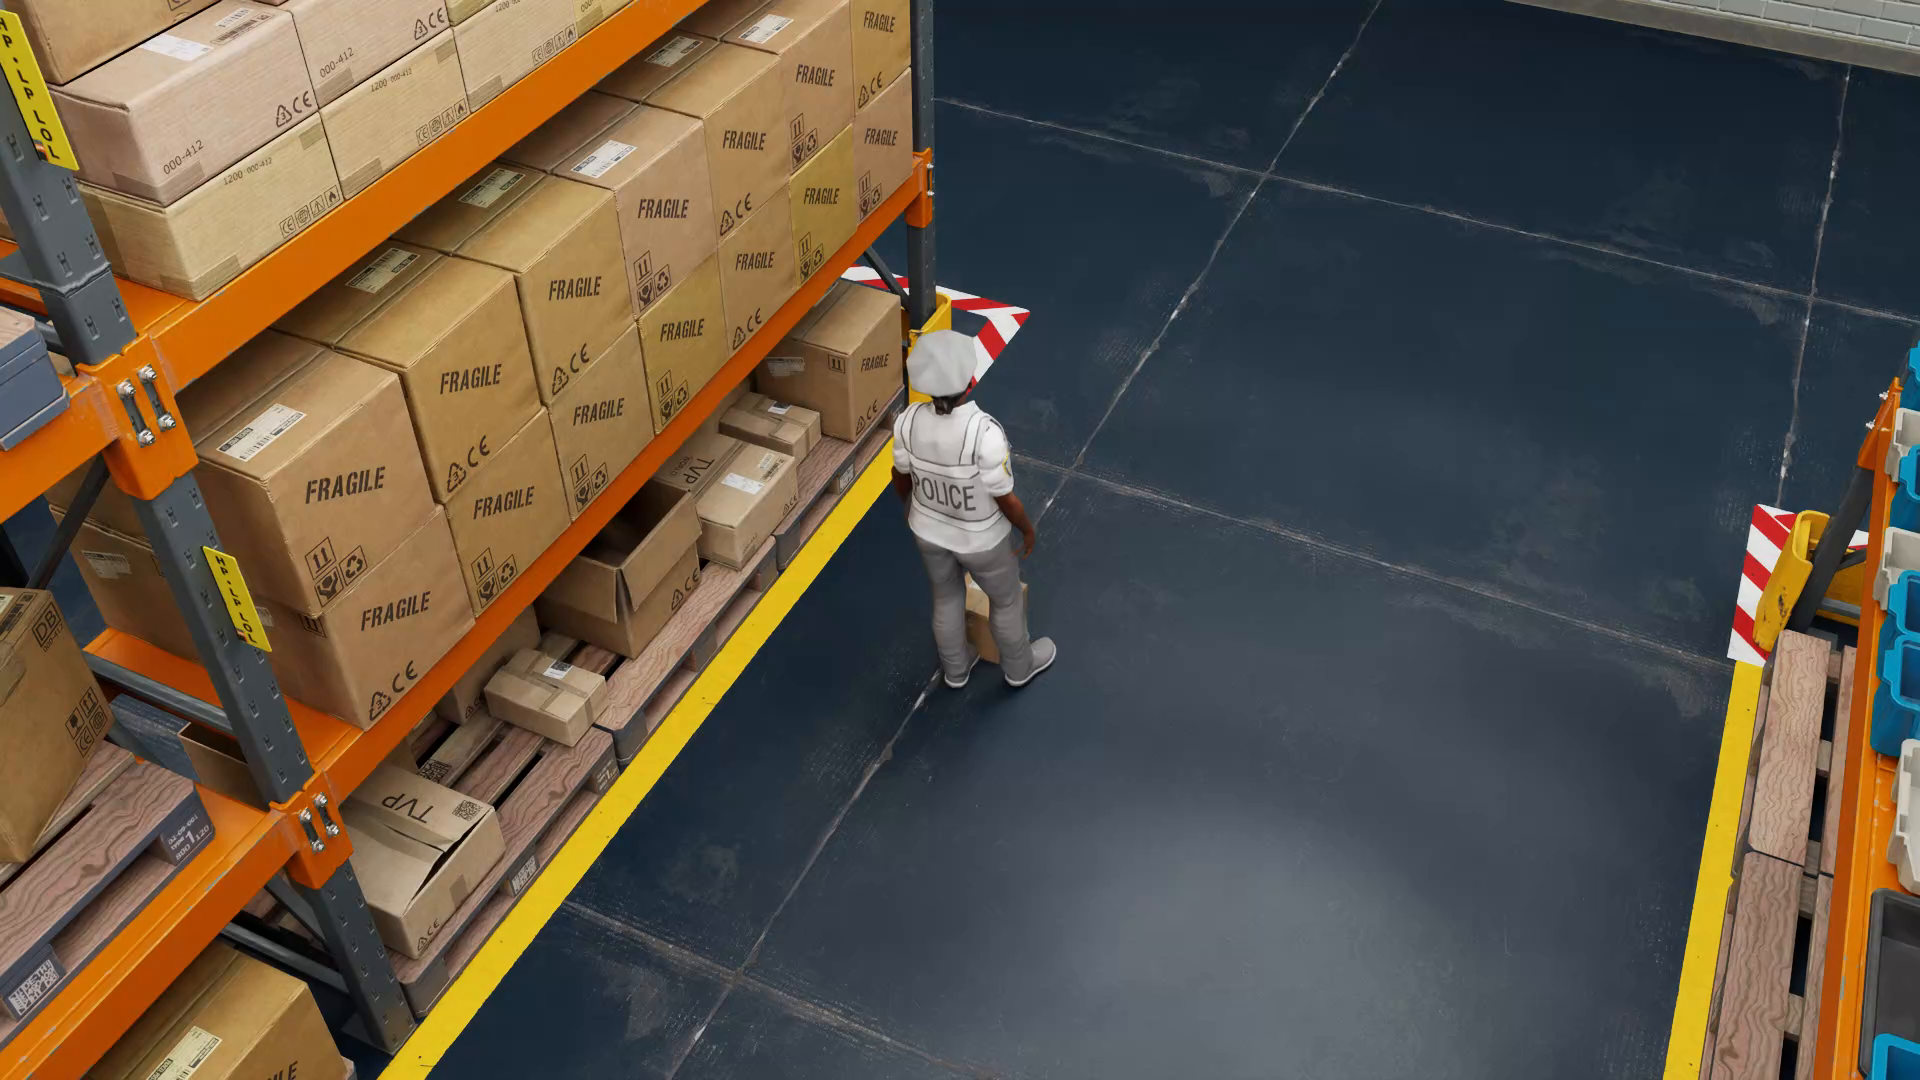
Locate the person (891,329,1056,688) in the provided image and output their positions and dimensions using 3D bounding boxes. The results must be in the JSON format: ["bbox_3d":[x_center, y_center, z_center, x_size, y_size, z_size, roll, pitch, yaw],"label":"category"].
[{"bbox_3d":[0.050,-0.098,6.230,0.569,1.695,0.530,17,45,18],"label":"person"}]
